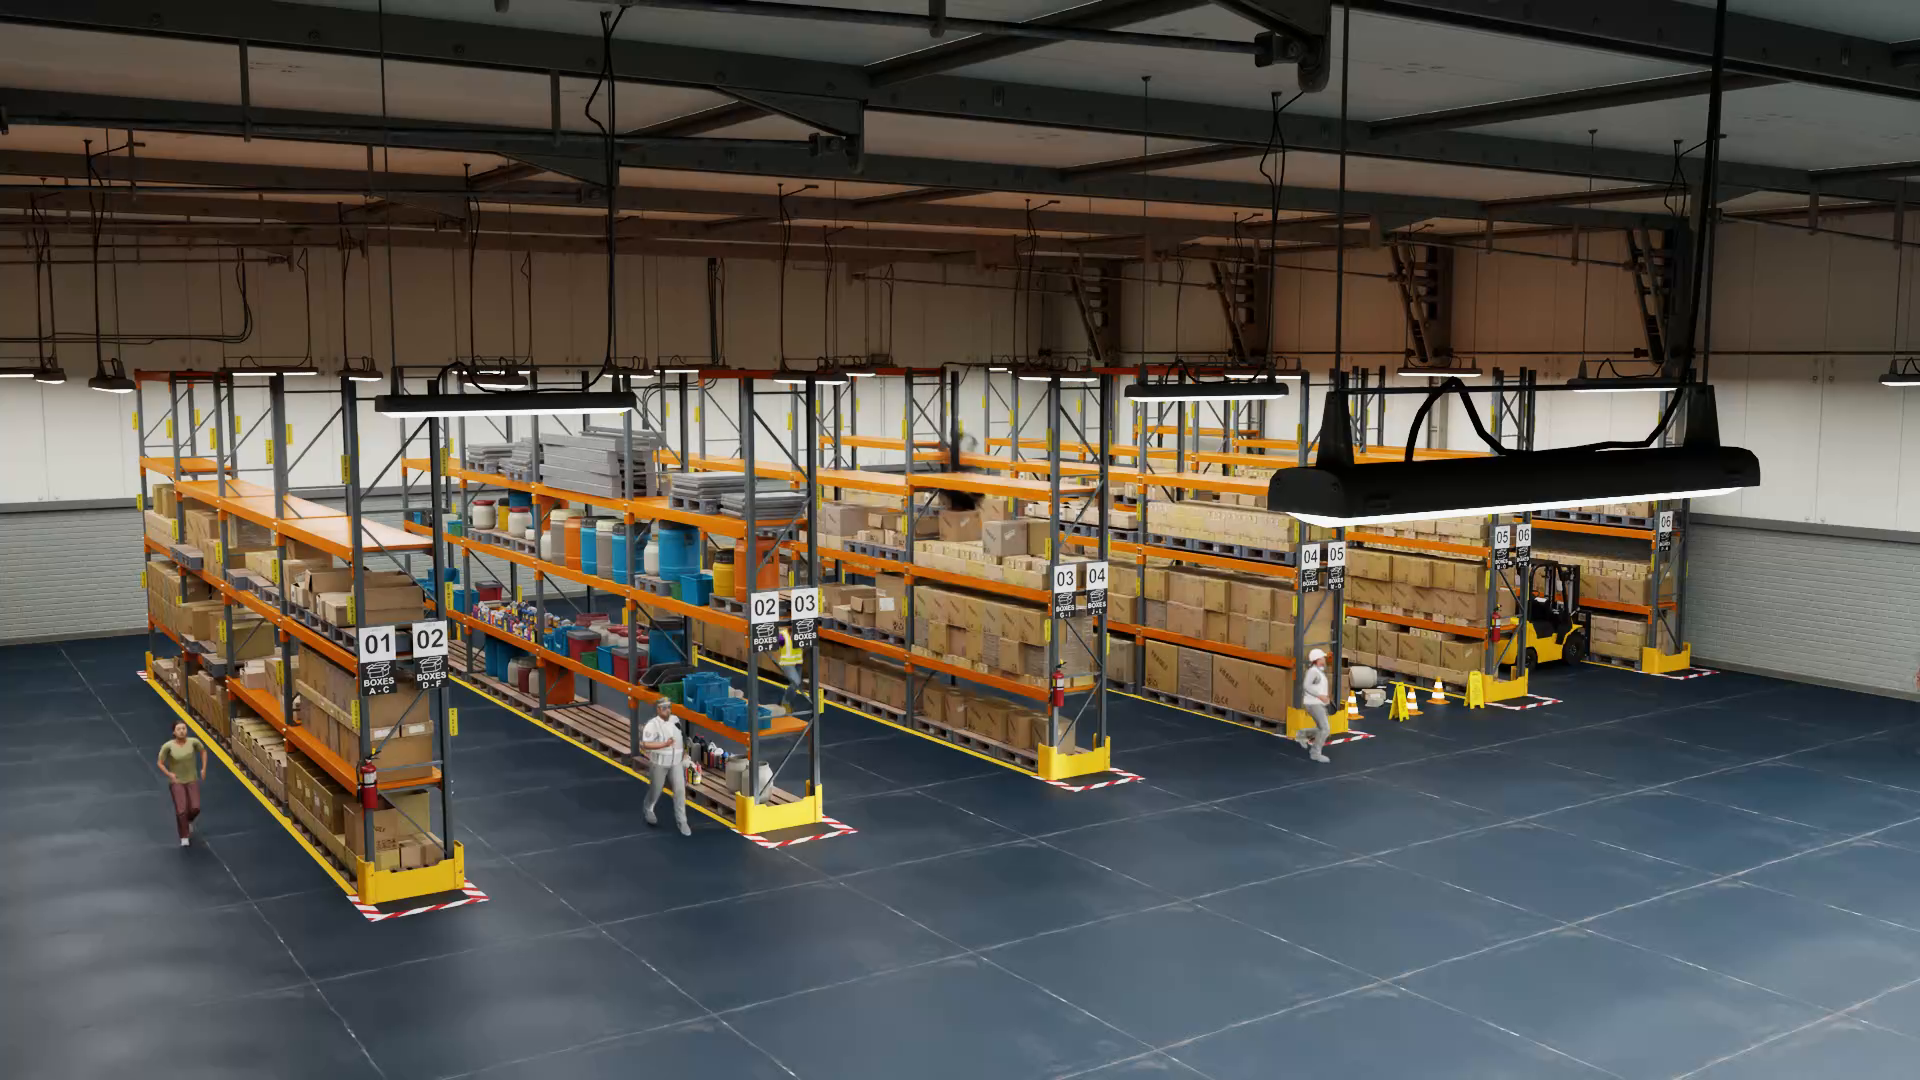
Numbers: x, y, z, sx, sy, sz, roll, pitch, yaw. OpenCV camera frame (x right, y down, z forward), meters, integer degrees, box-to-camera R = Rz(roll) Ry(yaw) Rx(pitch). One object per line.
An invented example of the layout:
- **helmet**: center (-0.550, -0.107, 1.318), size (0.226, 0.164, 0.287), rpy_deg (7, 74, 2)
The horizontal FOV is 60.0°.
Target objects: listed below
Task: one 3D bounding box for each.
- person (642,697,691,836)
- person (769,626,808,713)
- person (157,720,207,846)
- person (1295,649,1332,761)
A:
- **person**: center (-3.896, 2.947, 22.021), size (0.656, 1.788, 0.965), rpy_deg (-5, 8, -36)
- **person**: center (-2.926, 2.183, 29.027), size (0.688, 1.759, 0.675), rpy_deg (6, 9, 45)
- **person**: center (-10.012, 3.111, 21.451), size (0.610, 1.630, 0.569), rpy_deg (-5, 8, -36)
- **person**: center (5.563, 2.558, 26.116), size (0.607, 1.703, 0.673), rpy_deg (3, 7, 25)
